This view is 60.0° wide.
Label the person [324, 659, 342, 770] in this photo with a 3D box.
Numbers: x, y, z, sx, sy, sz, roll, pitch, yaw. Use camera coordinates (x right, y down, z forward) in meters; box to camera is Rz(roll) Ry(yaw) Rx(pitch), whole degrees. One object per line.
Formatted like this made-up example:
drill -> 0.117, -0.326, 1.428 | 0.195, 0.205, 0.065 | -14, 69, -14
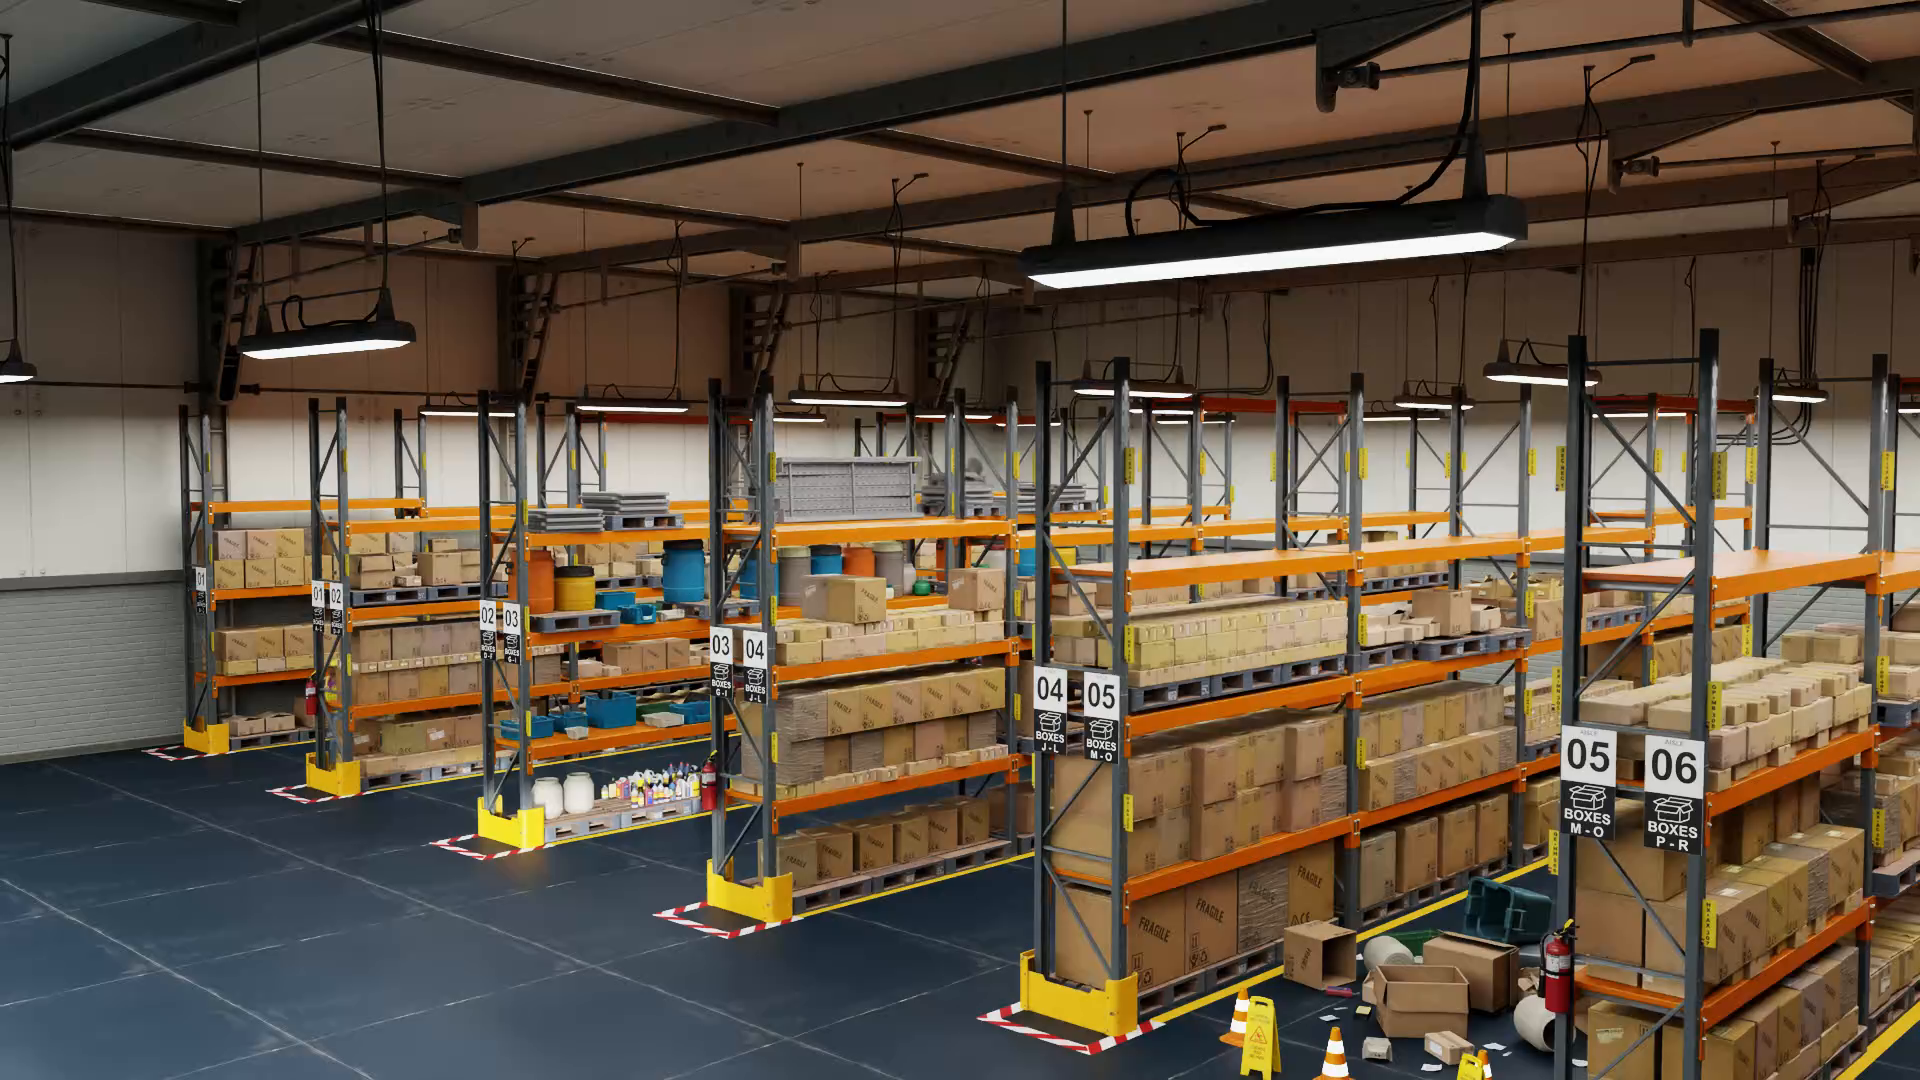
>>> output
person -> -10.197, 2.828, 27.149 | 0.695, 1.782, 0.942 | 1, 3, 21
